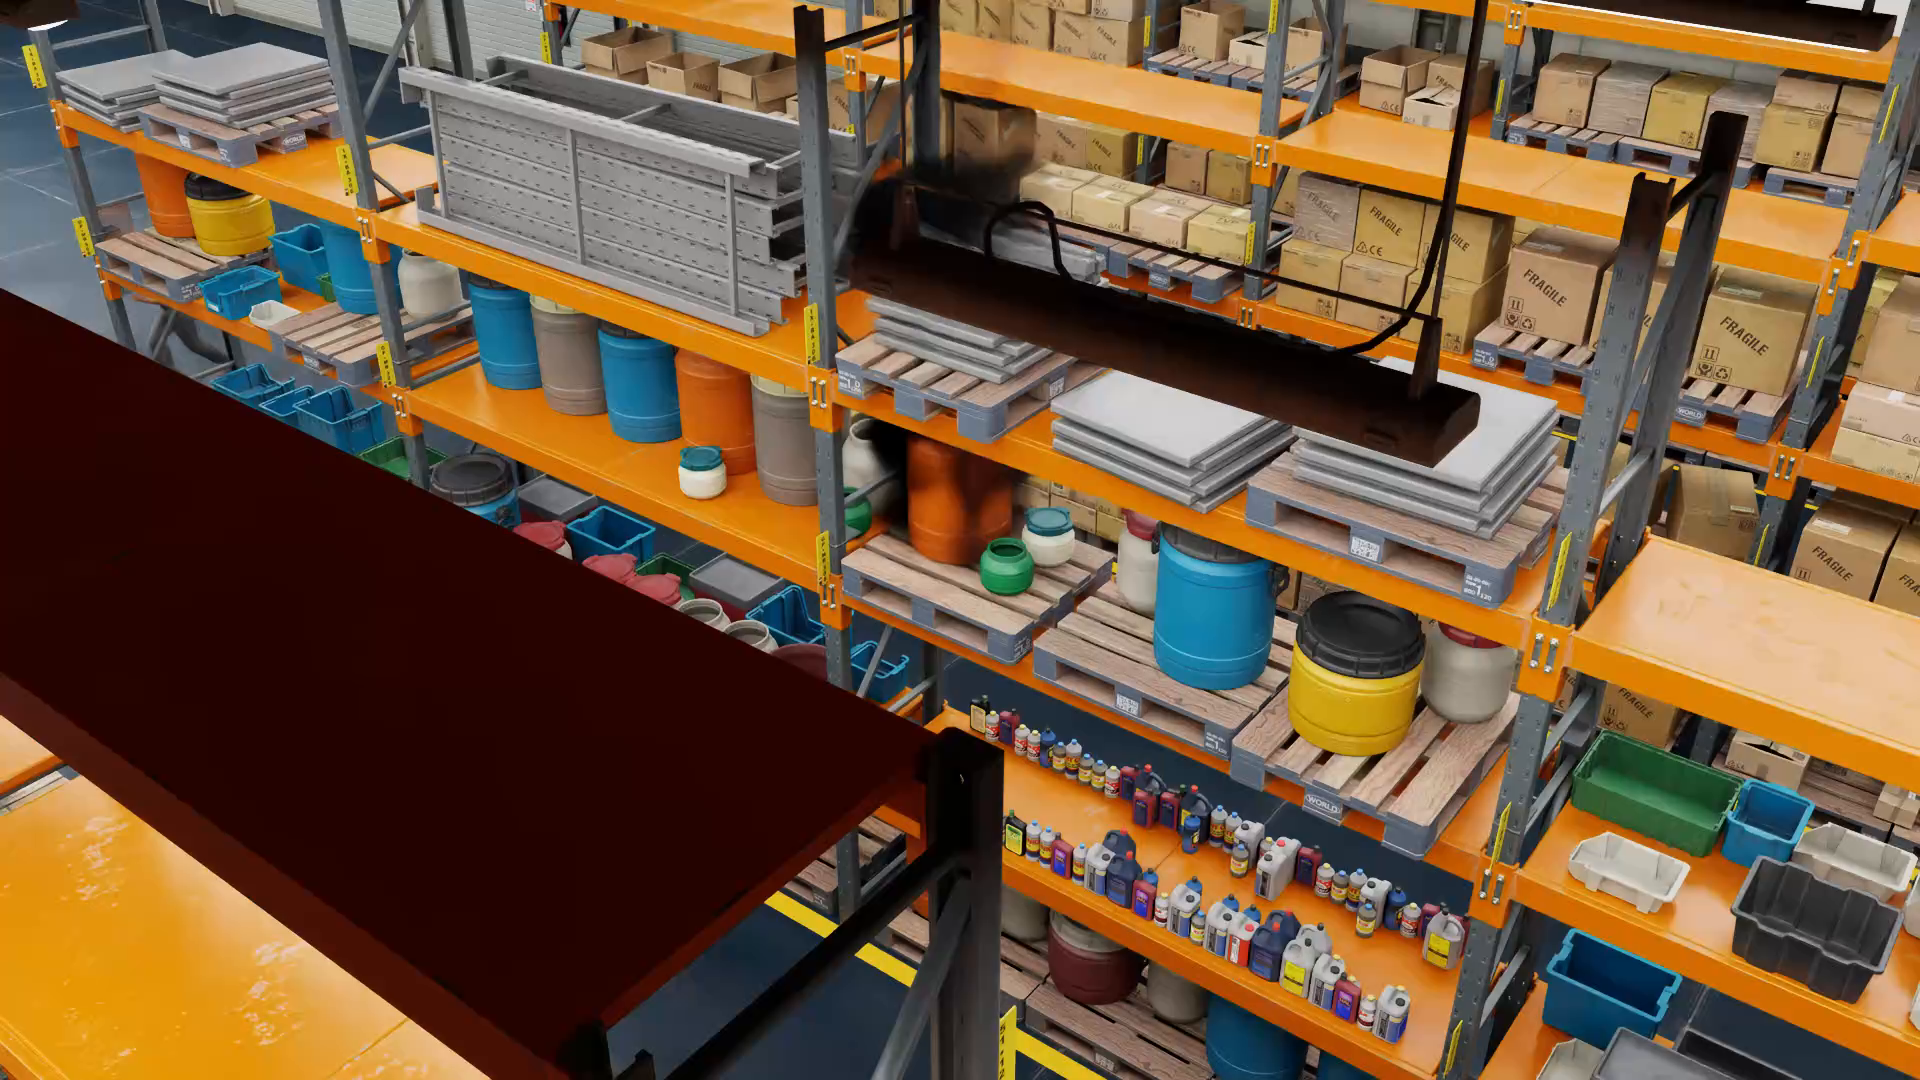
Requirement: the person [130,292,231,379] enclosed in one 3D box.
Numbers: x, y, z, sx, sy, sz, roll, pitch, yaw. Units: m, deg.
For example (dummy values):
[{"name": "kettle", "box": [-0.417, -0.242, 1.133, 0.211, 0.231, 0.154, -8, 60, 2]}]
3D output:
[{"name": "person", "box": [-8.261, -2.370, 17.601, 0.831, 1.697, 0.599, -15, 35, -23]}]
